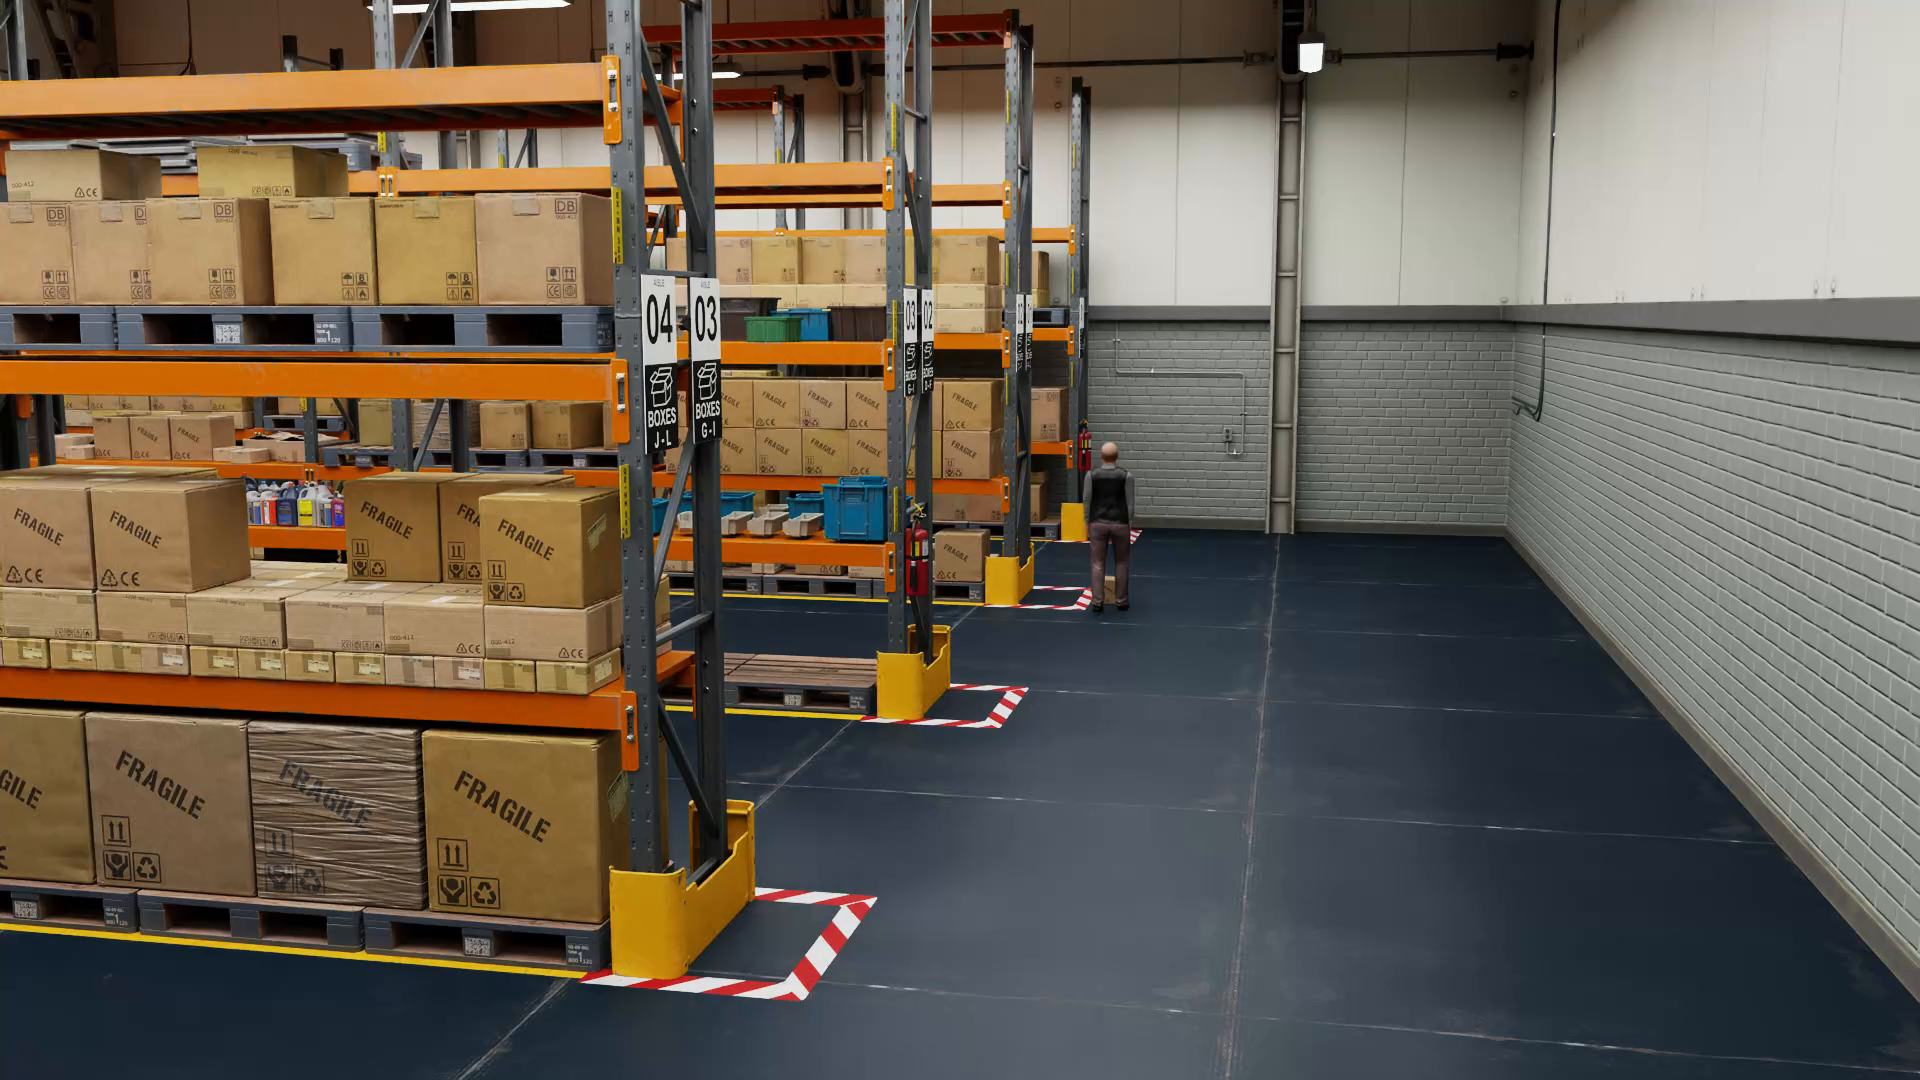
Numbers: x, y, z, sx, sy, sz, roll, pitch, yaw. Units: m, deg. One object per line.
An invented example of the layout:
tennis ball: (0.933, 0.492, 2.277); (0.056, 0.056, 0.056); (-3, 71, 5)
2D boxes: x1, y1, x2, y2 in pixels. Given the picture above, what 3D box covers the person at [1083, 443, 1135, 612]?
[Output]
person: (1.511, -0.134, 16.919); (0.532, 1.719, 0.360); (1, 8, 10)
